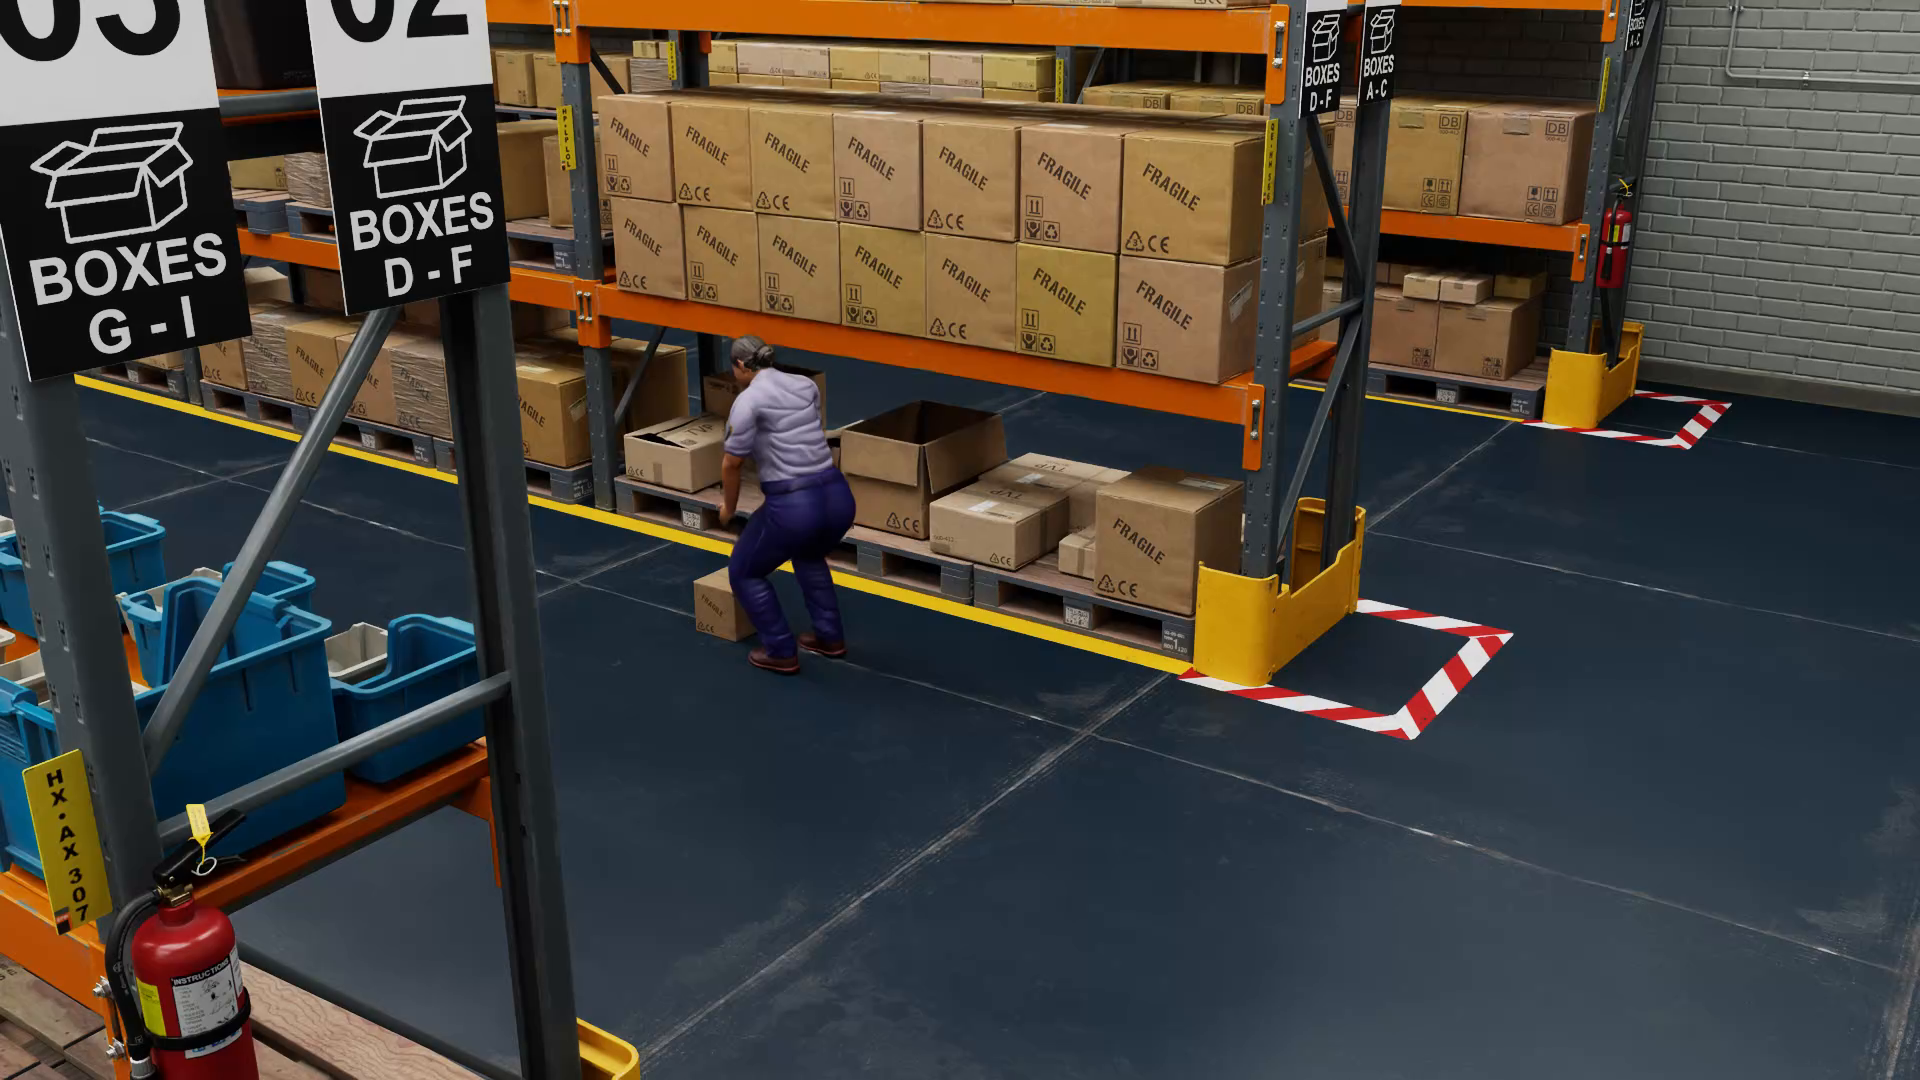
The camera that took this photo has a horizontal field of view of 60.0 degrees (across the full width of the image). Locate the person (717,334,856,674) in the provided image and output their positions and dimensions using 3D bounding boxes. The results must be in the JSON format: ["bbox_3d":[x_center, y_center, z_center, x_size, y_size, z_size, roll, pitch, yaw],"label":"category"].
[{"bbox_3d":[-0.792,-0.152,7.297,0.528,1.469,0.518,-18,26,-40],"label":"person"}]
